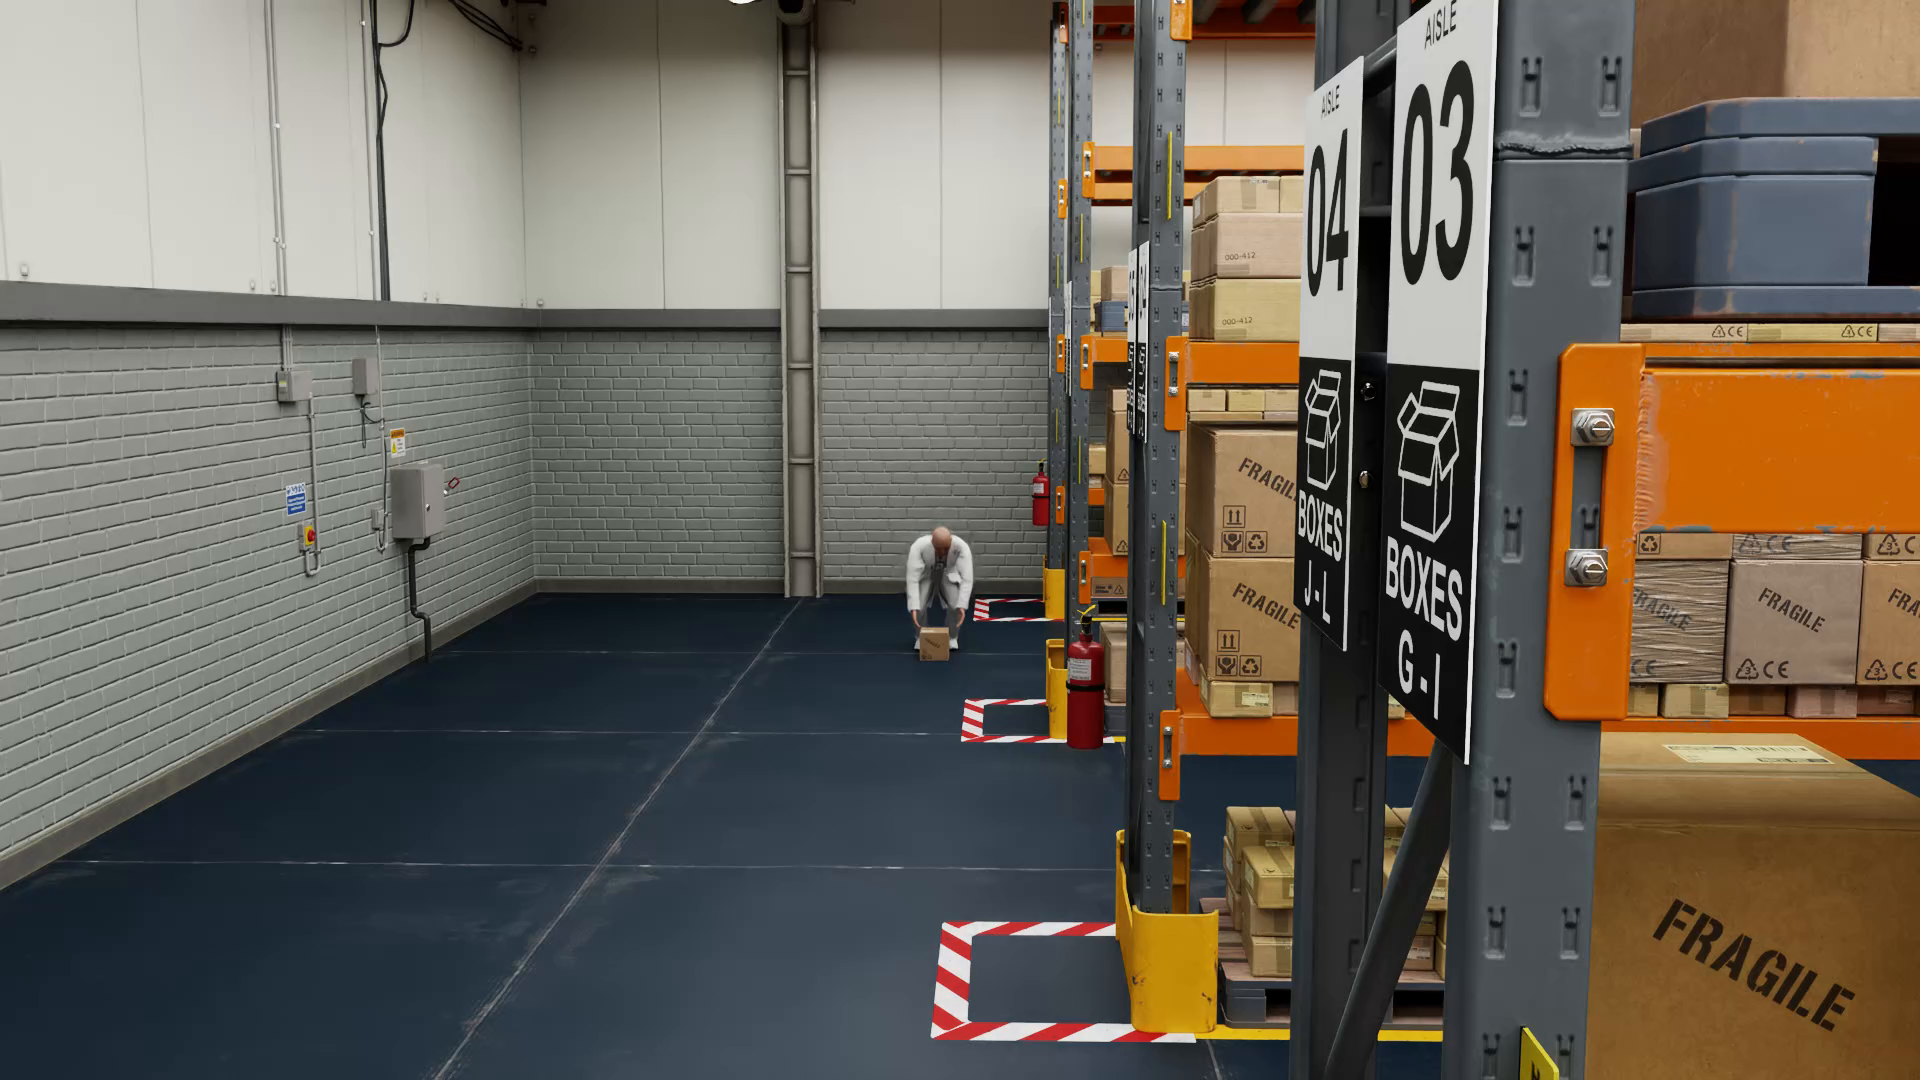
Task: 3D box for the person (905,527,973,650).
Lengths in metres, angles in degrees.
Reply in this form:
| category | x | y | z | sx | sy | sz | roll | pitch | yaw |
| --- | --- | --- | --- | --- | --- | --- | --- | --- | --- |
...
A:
| category | x | y | z | sx | sy | sz | roll | pitch | yaw |
| --- | --- | --- | --- | --- | --- | --- | --- | --- | --- |
| person | -0.189 | 0.426 | 14.998 | 0.620 | 1.137 | 0.842 | 0 | 7 | 1 |
